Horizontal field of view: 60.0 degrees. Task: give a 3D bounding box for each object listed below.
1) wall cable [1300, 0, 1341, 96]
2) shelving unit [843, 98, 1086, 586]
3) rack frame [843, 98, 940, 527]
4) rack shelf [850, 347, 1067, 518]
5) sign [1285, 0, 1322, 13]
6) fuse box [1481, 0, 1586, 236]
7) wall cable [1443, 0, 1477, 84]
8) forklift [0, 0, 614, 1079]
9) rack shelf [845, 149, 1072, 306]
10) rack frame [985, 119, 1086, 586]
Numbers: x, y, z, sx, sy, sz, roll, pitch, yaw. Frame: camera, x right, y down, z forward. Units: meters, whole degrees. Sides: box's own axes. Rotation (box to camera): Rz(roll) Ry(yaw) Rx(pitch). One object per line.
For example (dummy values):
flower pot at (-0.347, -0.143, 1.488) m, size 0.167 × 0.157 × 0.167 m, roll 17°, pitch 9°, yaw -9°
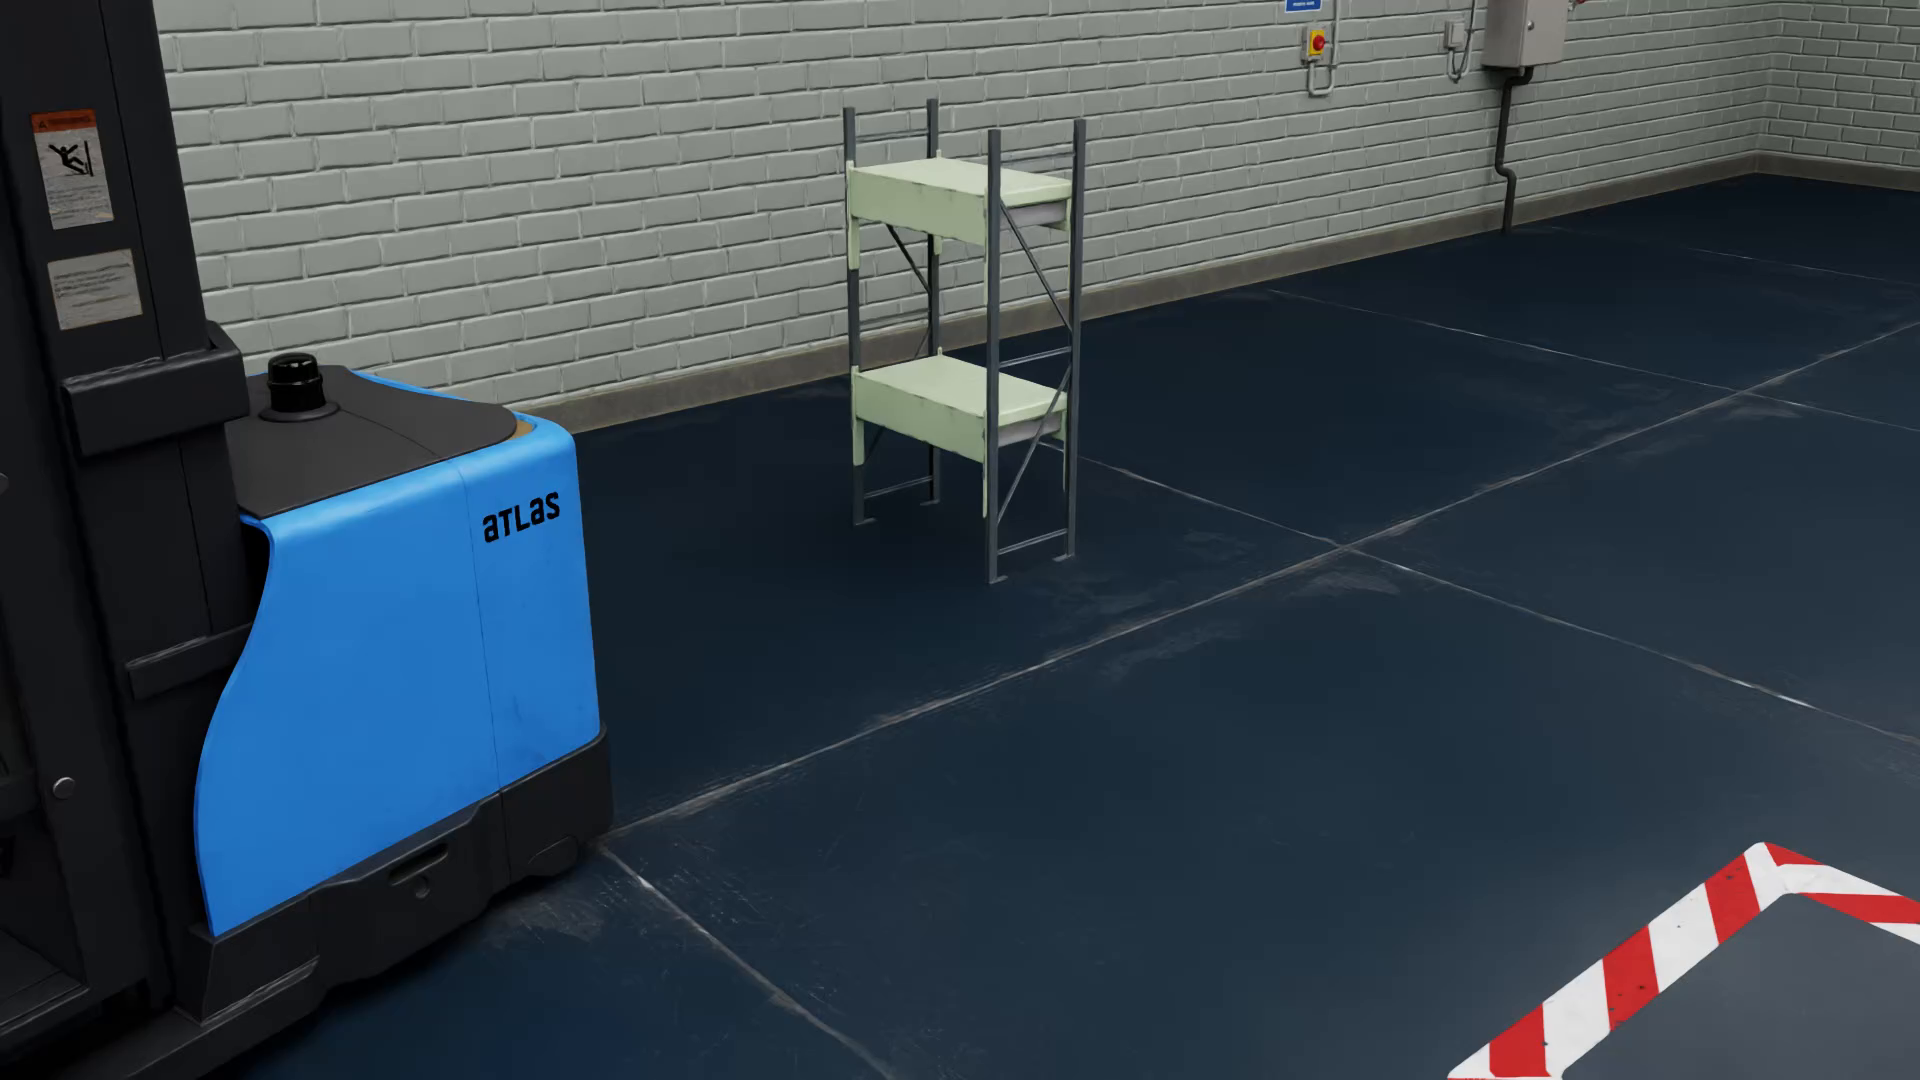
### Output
wall cable at (2.044, -3.487, 9.337) m, size 0.585 × 1.953 × 0.123 m, roll -17°, pitch 27°, yaw -37°
shelving unit at (0.004, -0.697, 5.706) m, size 0.431 × 1.500 × 0.755 m, roll -17°, pitch 27°, yaw -37°
rack frame at (-0.235, -0.798, 5.964) m, size 0.400 × 1.500 × 0.023 m, roll -17°, pitch 27°, yaw -37°
rack shelf at (0.004, -0.393, 5.825) m, size 0.431 × 0.370 × 0.720 m, roll -17°, pitch 27°, yaw -37°
sign at (1.967, -3.130, 9.493) m, size 0.327 × 0.218 × 0.001 m, roll -17°, pitch 27°, yaw -37°
fuse box at (3.731, -2.859, 10.937) m, size 0.539 × 1.711 × 0.414 m, roll -17°, pitch 27°, yaw -37°
wall cable at (3.111, -3.813, 10.213) m, size 0.588 × 1.984 × 0.122 m, roll -17°, pitch 27°, yaw -37°
forklift at (-2.107, -0.286, 2.696) m, size 1.130 × 2.935 × 3.031 m, roll 15°, pitch 26°, yaw 33°
rack shelf at (0.004, -1.060, 5.563) m, size 0.431 × 0.370 × 0.720 m, roll -17°, pitch 27°, yaw -37°
rack frame at (0.243, -0.595, 5.448) m, size 0.400 × 1.500 × 0.023 m, roll -17°, pitch 27°, yaw -37°
